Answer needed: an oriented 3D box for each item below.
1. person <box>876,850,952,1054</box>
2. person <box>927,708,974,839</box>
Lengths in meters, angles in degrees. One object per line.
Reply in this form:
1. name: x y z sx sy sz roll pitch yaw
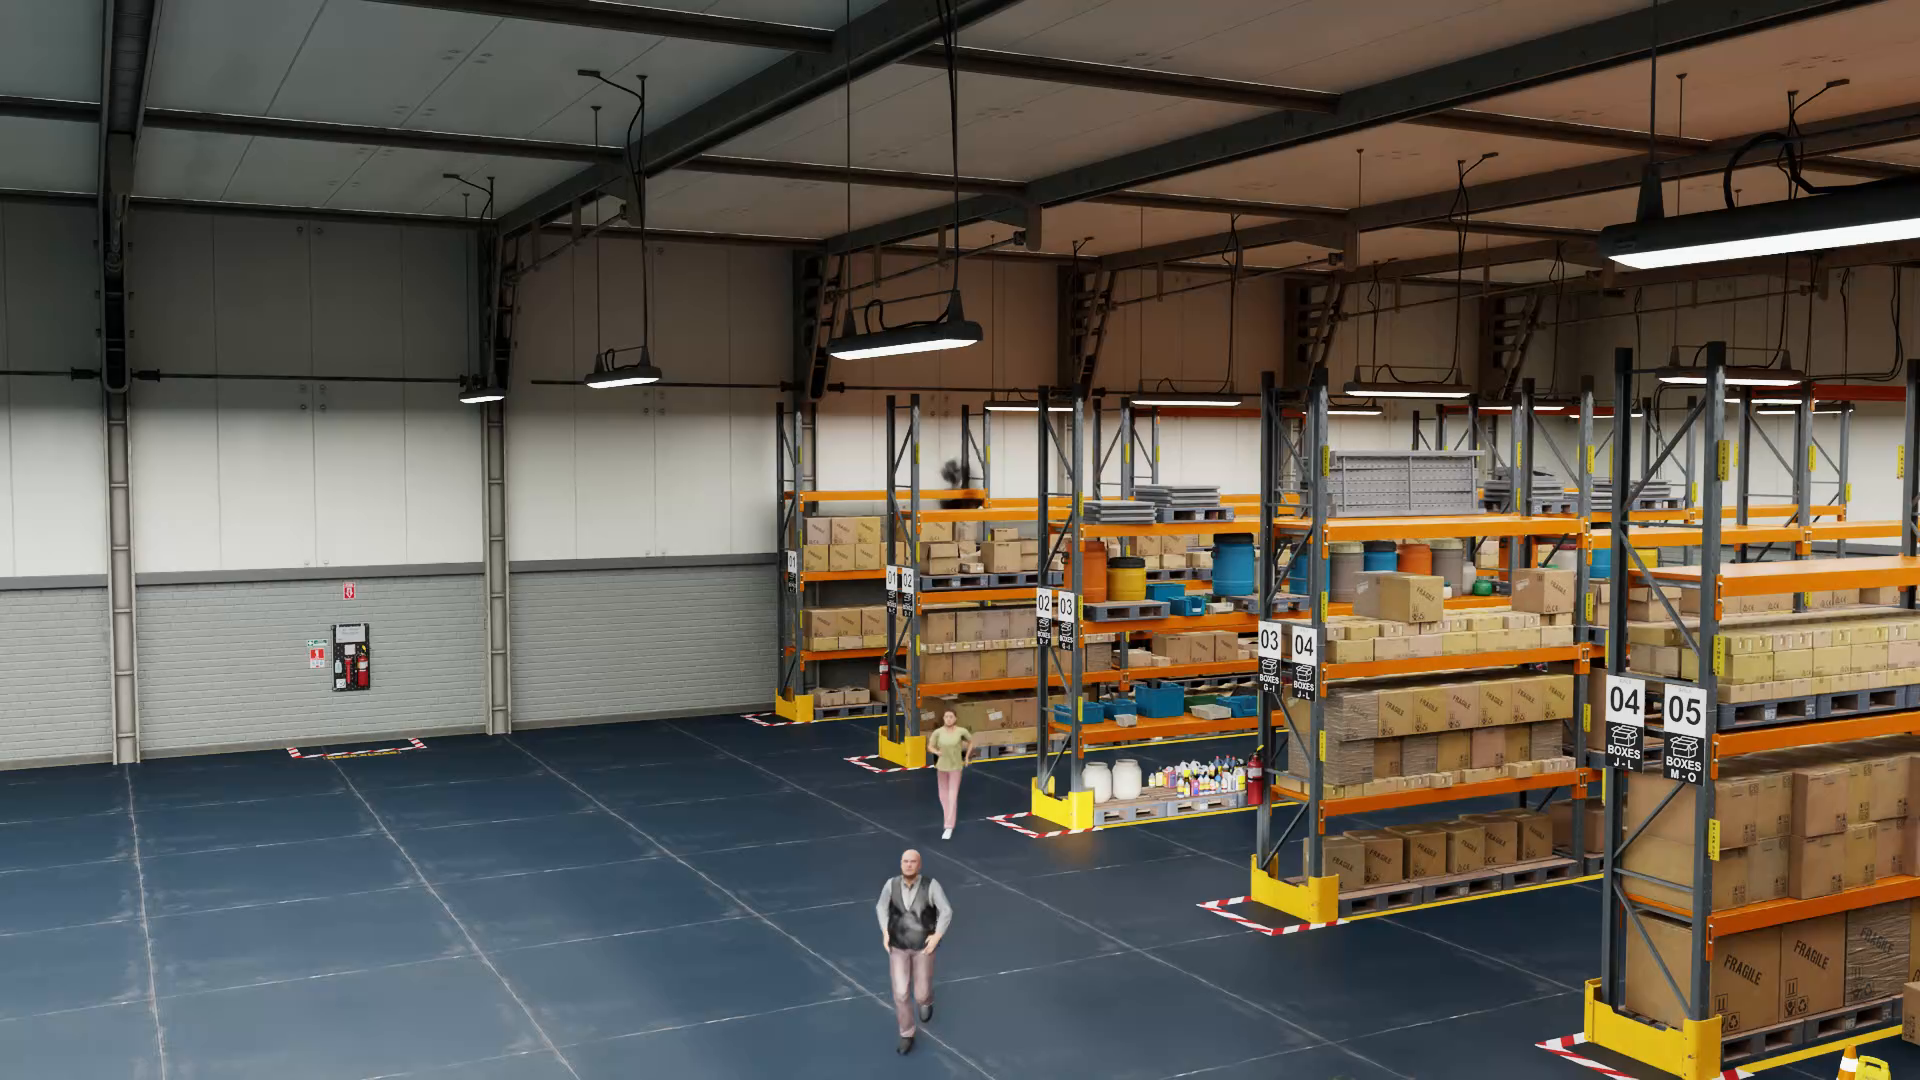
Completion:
1. person: -0.403 3.545 14.422 0.681 1.617 0.733 0 3 6
2. person: -0.146 3.050 22.035 0.588 1.662 0.879 1 3 12
